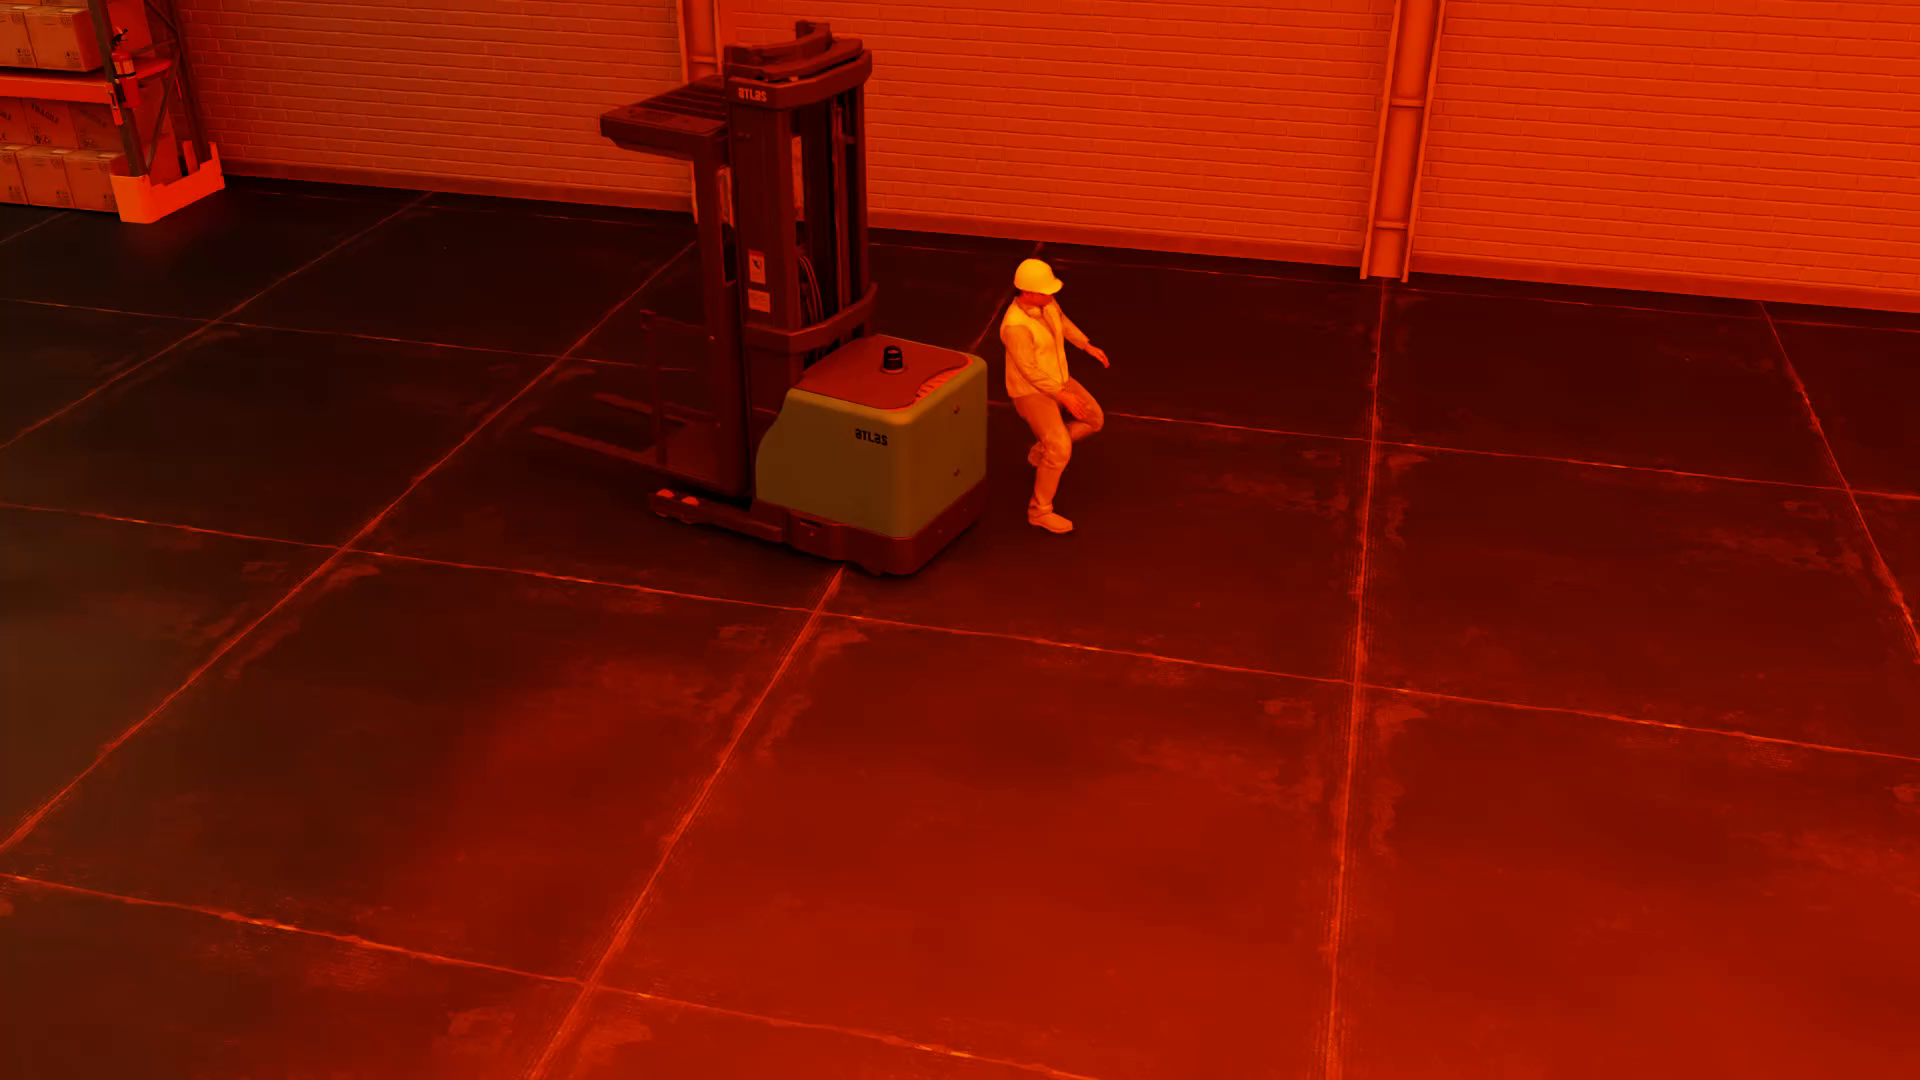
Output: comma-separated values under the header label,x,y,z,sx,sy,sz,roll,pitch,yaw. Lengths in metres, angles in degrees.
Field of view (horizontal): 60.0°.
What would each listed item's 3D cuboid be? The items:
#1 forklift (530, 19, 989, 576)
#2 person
label,x,y,z,sx,sy,sz,roll,pitch,yaw
forklift,-1.359,-1.583,9.963,3.031,2.935,1.130,16,33,25
person,0.587,-0.960,10.218,0.701,1.588,0.829,15,33,24
